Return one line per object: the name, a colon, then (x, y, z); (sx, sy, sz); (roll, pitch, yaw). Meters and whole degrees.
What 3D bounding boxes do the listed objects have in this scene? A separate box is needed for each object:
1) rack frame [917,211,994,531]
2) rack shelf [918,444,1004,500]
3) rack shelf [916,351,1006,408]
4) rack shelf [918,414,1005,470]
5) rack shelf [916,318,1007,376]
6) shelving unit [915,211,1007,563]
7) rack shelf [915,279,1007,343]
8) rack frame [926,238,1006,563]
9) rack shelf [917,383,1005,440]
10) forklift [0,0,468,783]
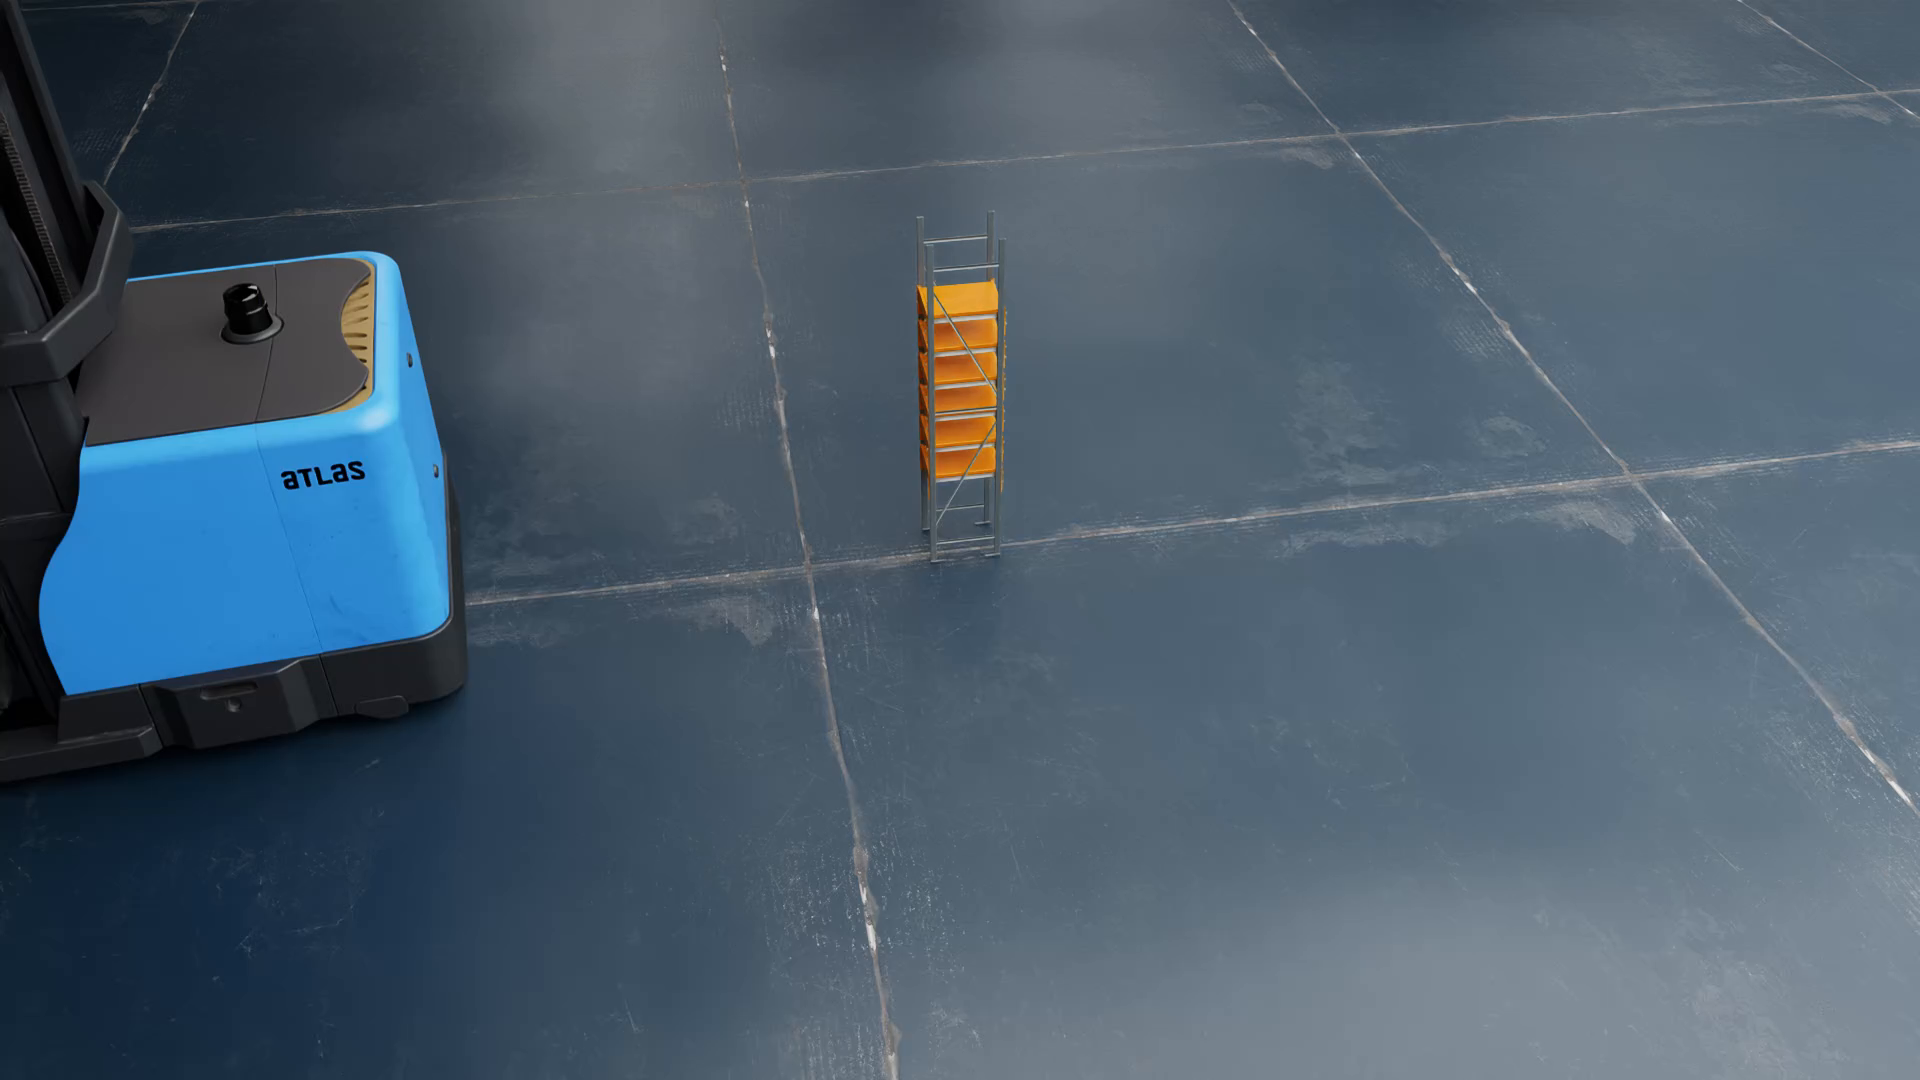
rack frame: (-0.013, -0.520, 5.442); (0.240, 1.200, 0.006); (-6, 38, -8)
rack shelf: (0.003, -0.240, 5.545); (0.258, 0.103, 0.180); (-6, 38, -8)
rack shelf: (0.003, -0.525, 5.324); (0.258, 0.103, 0.180); (-6, 38, -8)
rack shelf: (0.003, -0.335, 5.472); (0.258, 0.103, 0.180); (-6, 38, -8)
rack shelf: (0.003, -0.620, 5.251); (0.258, 0.103, 0.180); (-6, 38, -8)
shelving unit: (0.003, -0.465, 5.371); (0.258, 1.200, 0.189); (-6, 38, -8)
rack shelf: (0.003, -0.714, 5.177); (0.258, 0.103, 0.180); (-6, 38, -8)
rack frame: (0.019, -0.410, 5.300); (0.240, 1.200, 0.006); (-6, 38, -8)
rack shelf: (0.003, -0.430, 5.398); (0.258, 0.103, 0.180); (-6, 38, -8)
forklift: (-3.085, -0.704, 4.267); (3.031, 2.935, 1.130); (-9, 39, -12)
